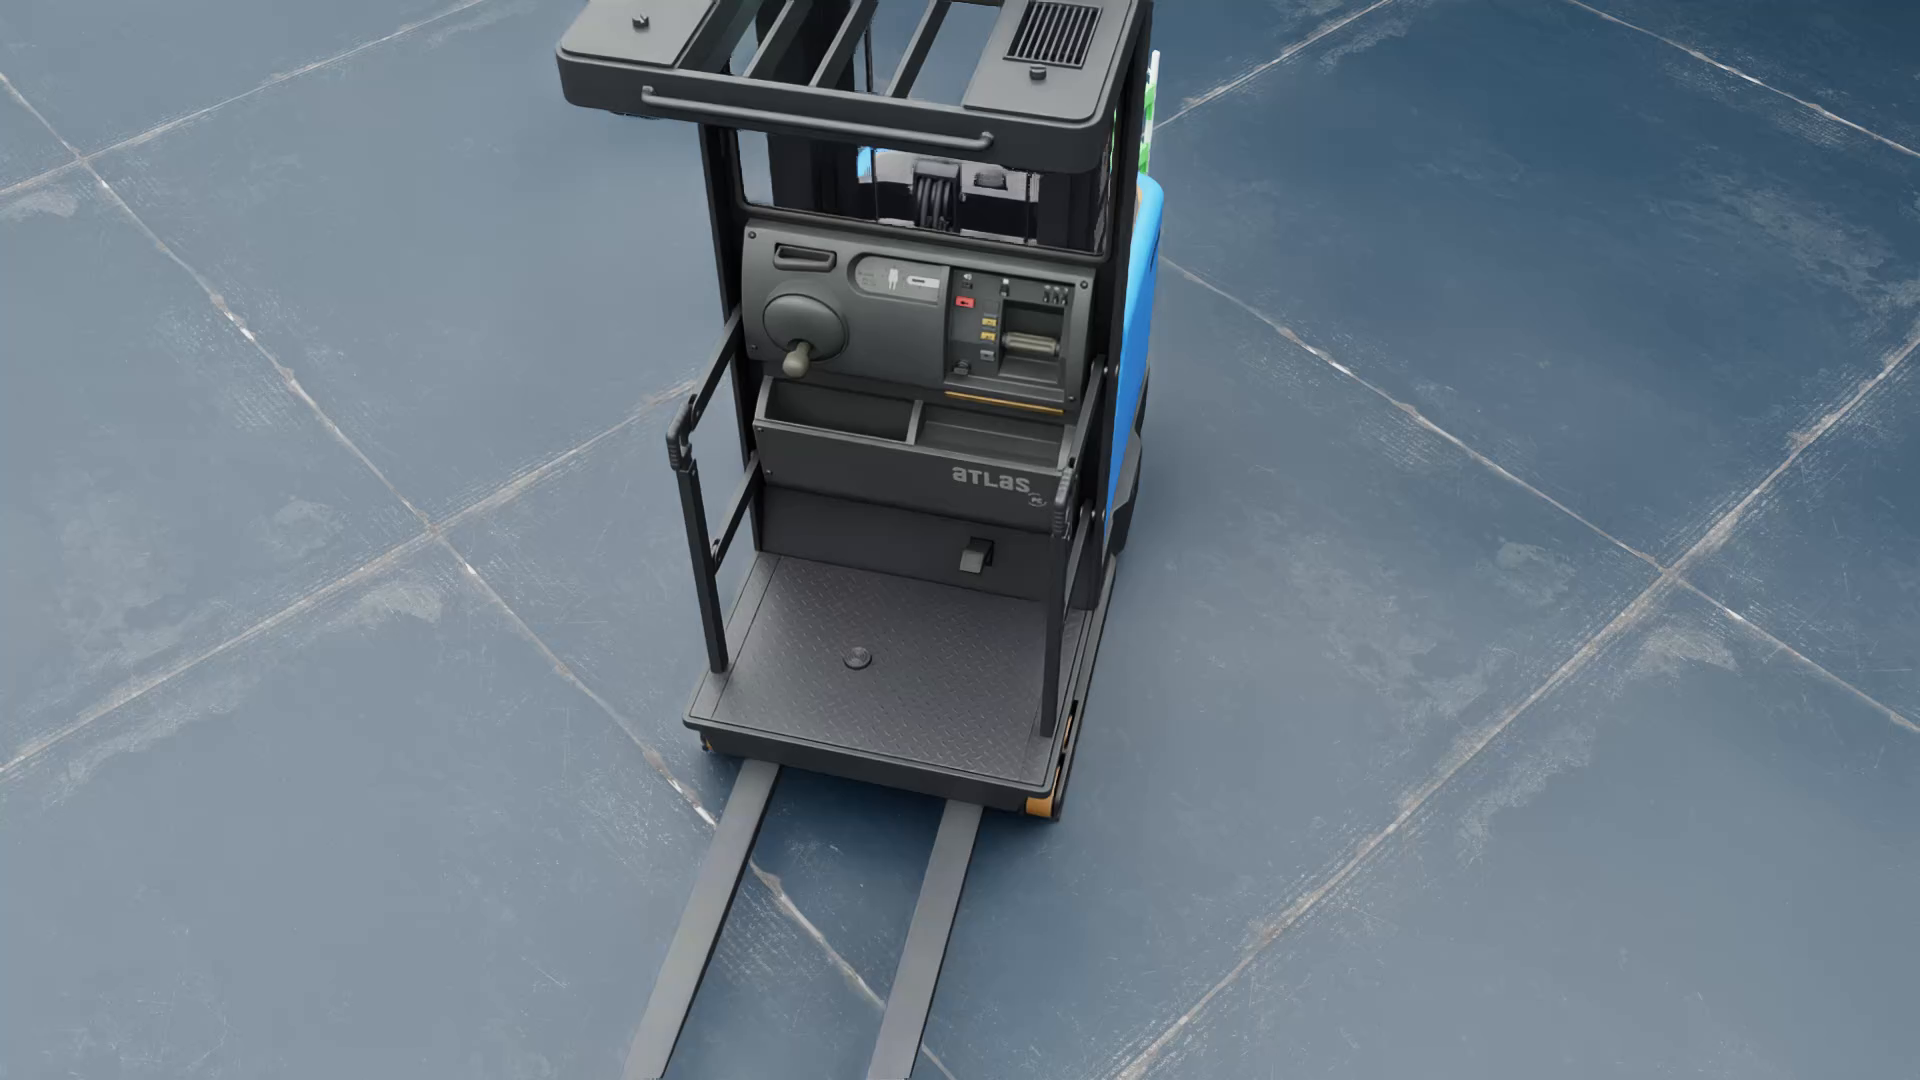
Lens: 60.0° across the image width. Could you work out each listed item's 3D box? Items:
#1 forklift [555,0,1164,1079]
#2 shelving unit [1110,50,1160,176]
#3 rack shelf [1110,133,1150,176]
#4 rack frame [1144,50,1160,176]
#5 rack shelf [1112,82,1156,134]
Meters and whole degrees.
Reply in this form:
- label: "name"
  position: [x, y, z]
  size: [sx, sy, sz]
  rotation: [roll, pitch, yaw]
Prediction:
- label: "forklift"
  position: [-0.168, -0.481, 4.199]
  size: [1.130, 2.935, 3.031]
  rotation: [10, 48, 9]
- label: "shelving unit"
  position: [0.430, -1.157, 6.001]
  size: [0.258, 1.200, 0.503]
  rotation: [30, 54, 24]
- label: "rack shelf"
  position: [0.430, -1.277, 5.872]
  size: [0.258, 0.148, 0.480]
  rotation: [30, 54, 24]
- label: "rack frame"
  position: [0.579, -1.299, 6.132]
  size: [0.240, 1.200, 0.015]
  rotation: [30, 54, 24]
- label: "rack shelf"
  position: [0.430, -1.439, 5.695]
  size: [0.258, 0.148, 0.480]
  rotation: [30, 54, 24]
